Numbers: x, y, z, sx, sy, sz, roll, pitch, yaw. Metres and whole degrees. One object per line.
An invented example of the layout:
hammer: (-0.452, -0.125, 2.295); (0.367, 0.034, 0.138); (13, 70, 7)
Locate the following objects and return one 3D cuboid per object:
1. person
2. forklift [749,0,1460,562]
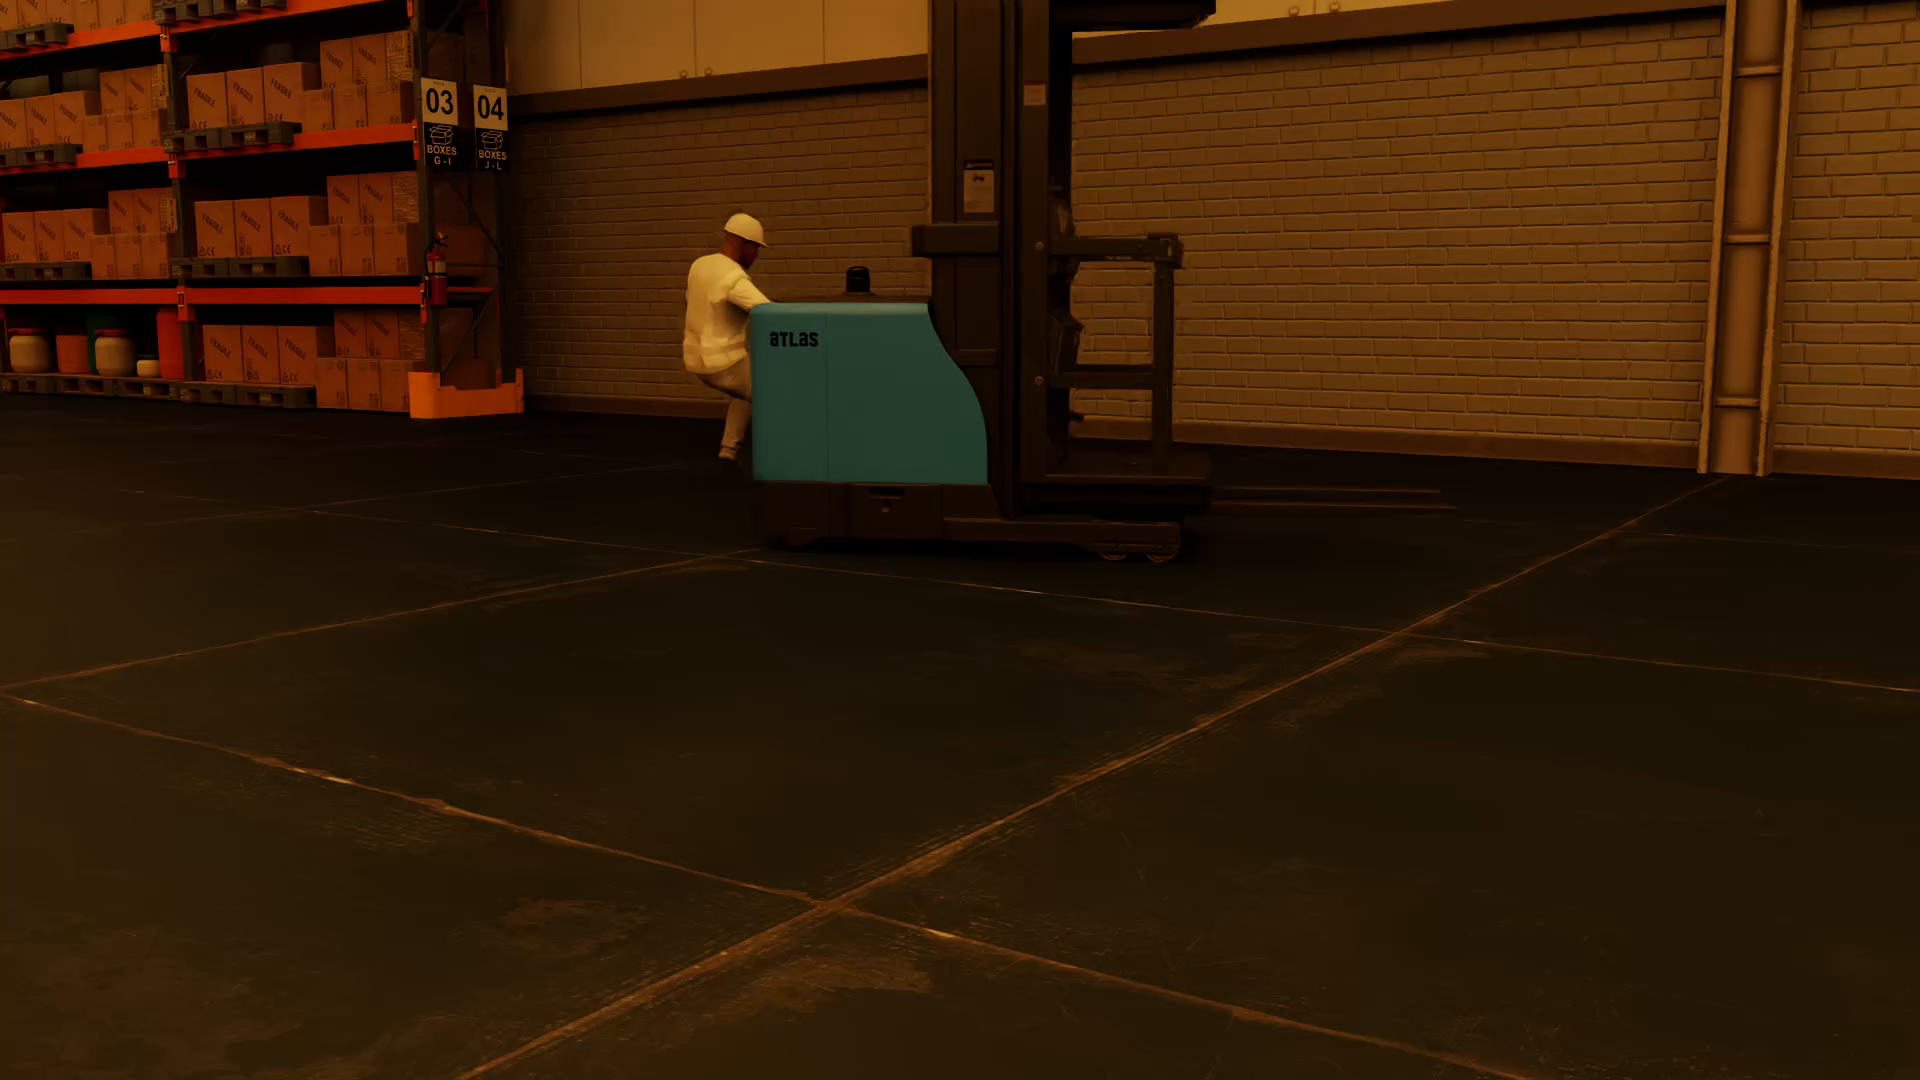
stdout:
person: (-1.209, -1.092, 9.702); (0.777, 1.578, 0.938); (-6, 10, -38)
forklift: (0.640, -1.439, 7.314); (3.031, 2.935, 1.130); (1, 8, 9)
